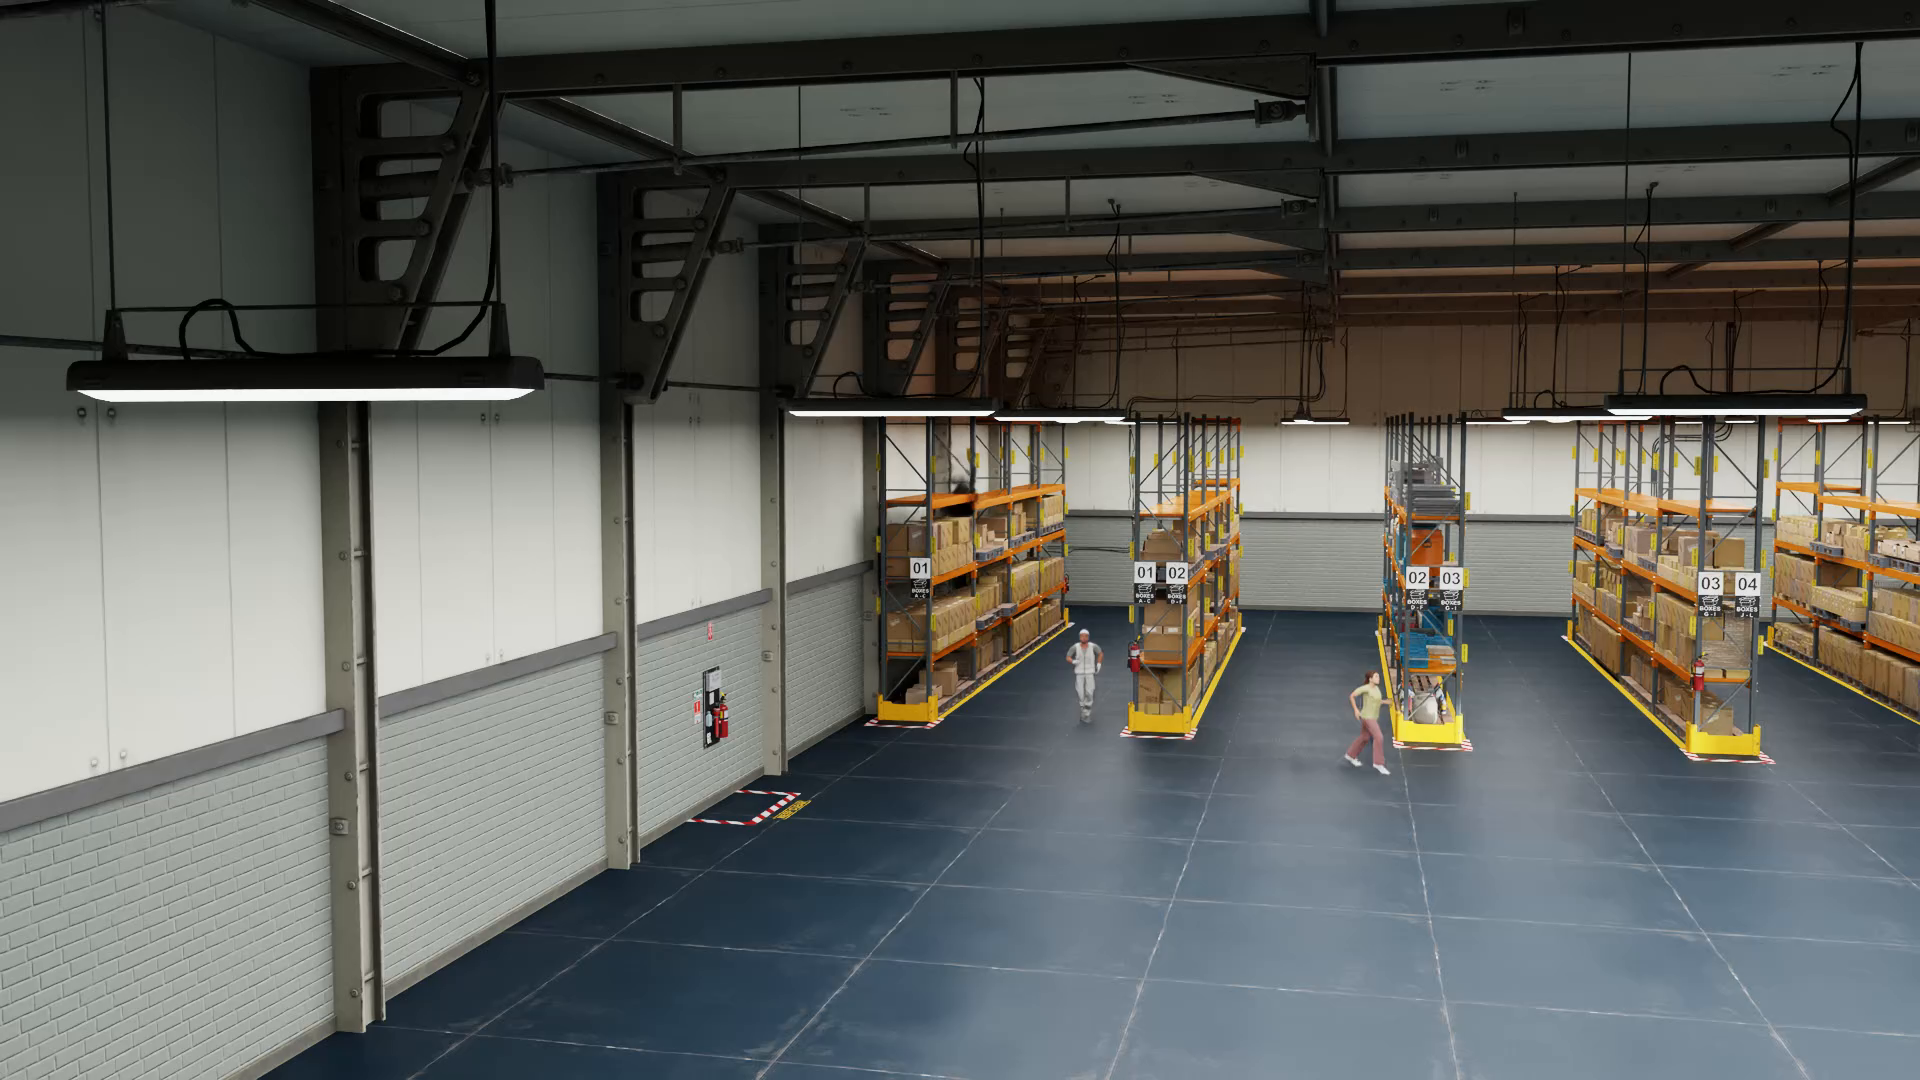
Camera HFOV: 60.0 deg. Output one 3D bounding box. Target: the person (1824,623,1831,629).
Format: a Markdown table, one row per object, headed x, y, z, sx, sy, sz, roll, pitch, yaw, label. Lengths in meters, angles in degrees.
| x | y | z | sx | sy | sz | roll | pitch | yaw | label |
| --- | --- | --- | --- | --- | --- | --- | --- | --- | --- |
| 23.494 | 1.888 | 44.543 | 0.762 | 1.731 | 0.539 | 1 | 4 | 19 | person |

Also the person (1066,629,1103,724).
| x | y | z | sx | sy | sz | roll | pitch | yaw | label |
| --- | --- | --- | --- | --- | --- | --- | --- | --- | --- |
| 2.415 | 2.654 | 32.408 | 0.711 | 1.850 | 0.672 | 0 | 4 | 6 | person |

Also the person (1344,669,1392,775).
| x | y | z | sx | sy | sz | roll | pitch | yaw | label |
| --- | --- | --- | --- | --- | --- | --- | --- | --- | --- |
| 6.793 | 3.003 | 27.693 | 0.843 | 1.713 | 0.547 | 3 | 5 | 37 | person |
